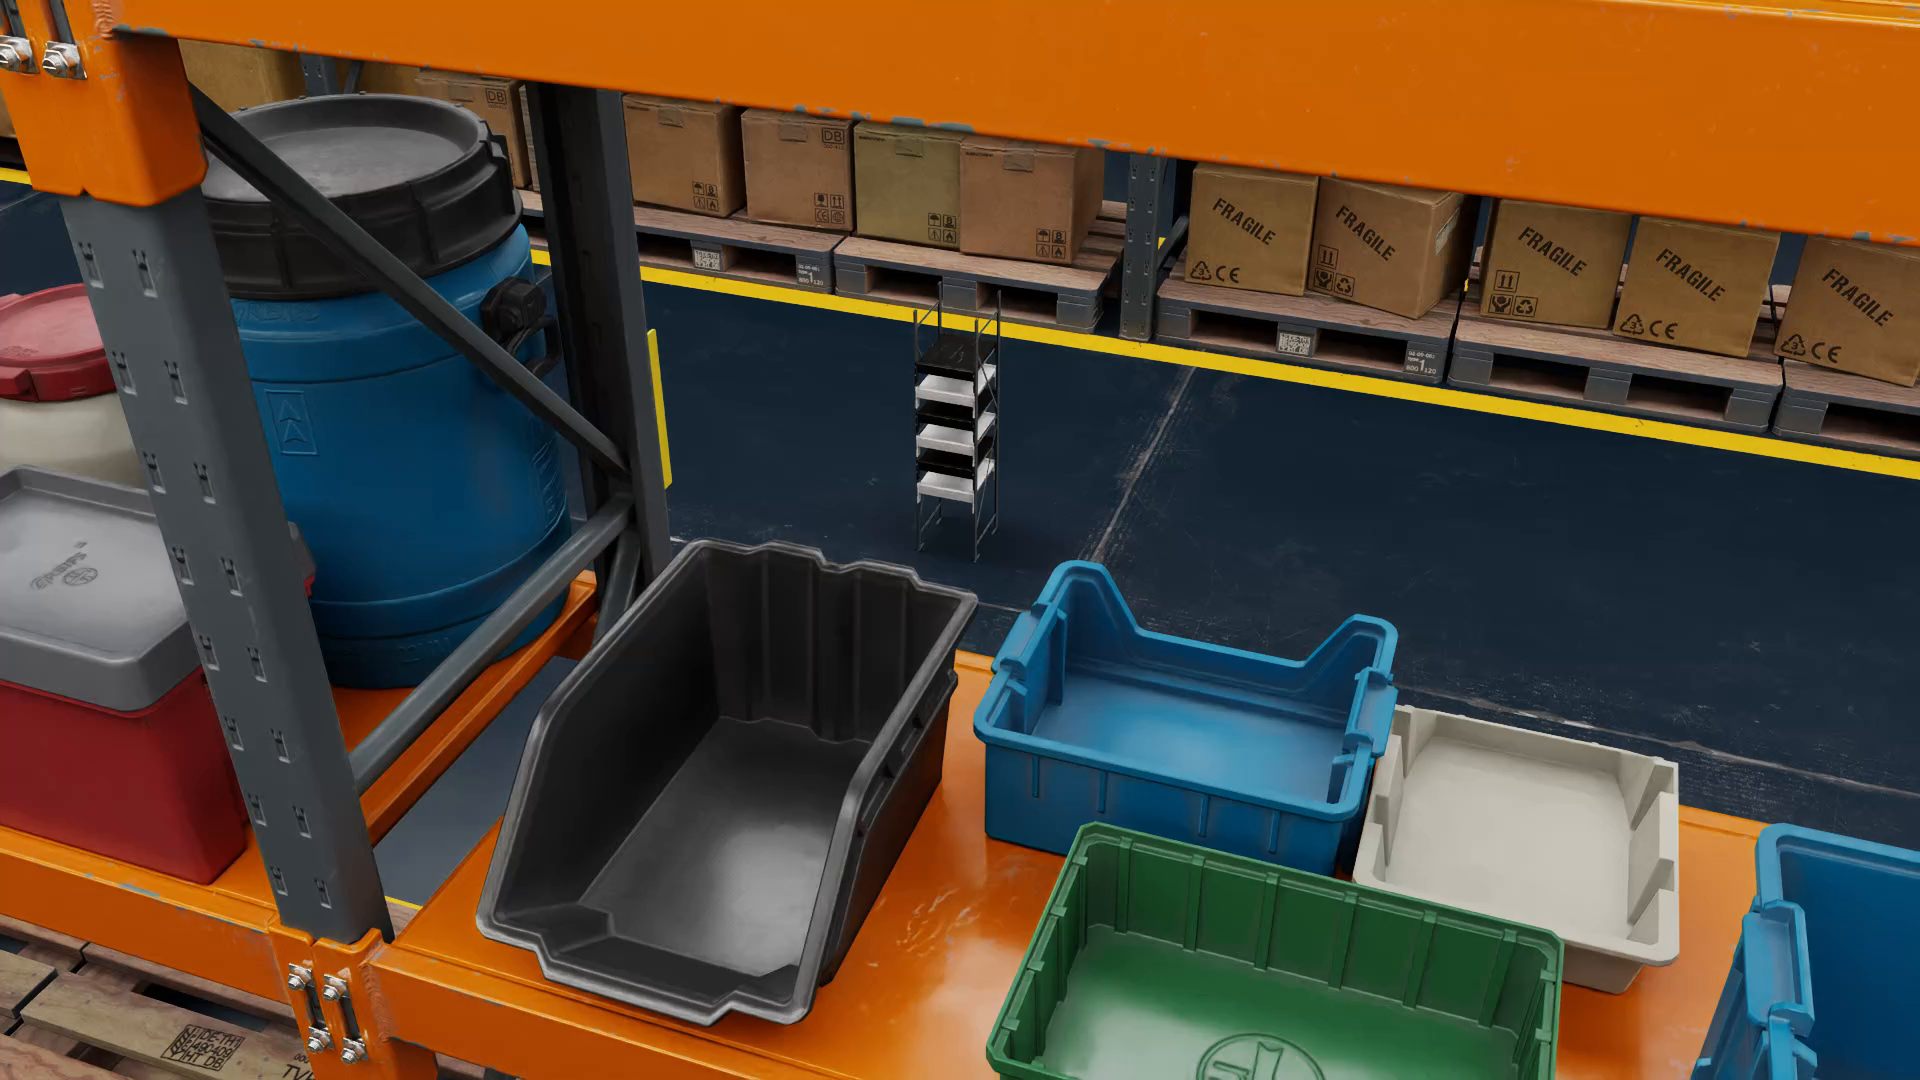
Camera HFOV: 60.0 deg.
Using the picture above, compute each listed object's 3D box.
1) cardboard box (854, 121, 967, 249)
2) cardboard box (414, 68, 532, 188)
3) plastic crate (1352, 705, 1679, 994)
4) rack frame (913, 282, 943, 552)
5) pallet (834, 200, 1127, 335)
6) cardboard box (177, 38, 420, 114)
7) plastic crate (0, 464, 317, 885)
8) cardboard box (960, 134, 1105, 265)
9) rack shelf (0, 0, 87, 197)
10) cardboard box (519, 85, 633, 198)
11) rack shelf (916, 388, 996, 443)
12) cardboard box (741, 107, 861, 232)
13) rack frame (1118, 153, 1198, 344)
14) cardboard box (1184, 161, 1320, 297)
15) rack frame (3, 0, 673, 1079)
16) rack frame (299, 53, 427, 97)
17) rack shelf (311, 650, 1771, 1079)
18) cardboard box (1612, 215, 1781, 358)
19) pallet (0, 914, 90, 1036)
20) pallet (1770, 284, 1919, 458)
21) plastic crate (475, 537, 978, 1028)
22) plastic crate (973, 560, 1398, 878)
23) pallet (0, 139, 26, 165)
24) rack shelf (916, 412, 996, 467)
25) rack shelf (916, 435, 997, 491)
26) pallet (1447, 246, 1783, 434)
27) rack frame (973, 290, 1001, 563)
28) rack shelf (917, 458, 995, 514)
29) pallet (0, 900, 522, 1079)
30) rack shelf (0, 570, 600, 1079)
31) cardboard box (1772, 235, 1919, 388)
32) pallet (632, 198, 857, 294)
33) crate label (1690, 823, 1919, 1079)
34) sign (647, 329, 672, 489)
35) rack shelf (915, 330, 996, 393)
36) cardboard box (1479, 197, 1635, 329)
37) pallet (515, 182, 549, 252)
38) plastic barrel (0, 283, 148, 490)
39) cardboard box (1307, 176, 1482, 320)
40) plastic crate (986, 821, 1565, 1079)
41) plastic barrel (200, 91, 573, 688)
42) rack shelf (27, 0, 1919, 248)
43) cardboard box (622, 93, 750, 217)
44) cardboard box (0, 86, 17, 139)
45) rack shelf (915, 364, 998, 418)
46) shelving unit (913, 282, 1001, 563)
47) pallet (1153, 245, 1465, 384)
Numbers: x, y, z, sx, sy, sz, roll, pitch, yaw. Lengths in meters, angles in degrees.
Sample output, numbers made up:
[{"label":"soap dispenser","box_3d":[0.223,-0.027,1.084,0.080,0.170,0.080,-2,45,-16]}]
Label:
[{"label":"cardboard box","box_3d":[-0.112,-1.712,7.535,0.500,0.500,0.700,11,34,16]},{"label":"cardboard box","box_3d":[-2.226,-2.111,8.153,0.500,0.500,0.700,9,34,14]},{"label":"plastic crate","box_3d":[0.845,0.451,2.529,0.437,0.136,0.530,11,34,16]},{"label":"rack frame","box_3d":[-0.103,-0.398,5.537,0.006,0.900,0.240,11,34,16]},{"label":"pallet","box_3d":[0.168,-1.327,7.611,1.213,0.211,1.003,11,34,16]},{"label":"cardboard box","box_3d":[-3.506,-2.510,8.443,0.875,0.875,1.225,9,34,14]},{"label":"plastic crate","box_3d":[-1.328,0.213,2.596,0.583,0.464,0.402,11,34,16]},{"label":"cardboard box","box_3d":[0.331,-1.615,7.385,0.500,0.500,0.700,8,34,13]},{"label":"rack shelf","box_3d":[-2.652,-1.152,2.666,4.000,0.370,1.077,11,34,16]},{"label":"cardboard box","box_3d":[-1.700,-2.016,8.006,0.500,0.500,0.700,8,34,12]},{"label":"rack shelf","box_3d":[-0.008,-0.427,5.477,0.200,0.077,0.258,11,34,16]},{"label":"cardboard box","box_3d":[-0.638,-1.814,7.693,0.500,0.500,0.700,8,34,12]},{"label":"rack frame","box_3d":[0.902,-2.357,6.635,0.127,3.000,1.000,11,34,16]},{"label":"cardboard box","box_3d":[1.265,-1.389,7.054,0.500,0.500,0.500,10,34,15]},{"label":"rack frame","box_3d":[-0.769,0.172,2.718,0.127,3.000,1.000,11,34,16]},{"label":"rack frame","box_3d":[-2.864,-3.089,7.769,0.127,3.000,1.000,11,34,16]},{"label":"rack shelf","box_3d":[1.114,0.840,2.346,4.000,0.370,1.077,11,34,16]},{"label":"cardboard box","box_3d":[2.928,-1.090,6.590,0.500,0.500,0.500,14,35,21]},{"label":"pallet","box_3d":[-2.674,0.997,4.010,1.213,0.211,1.003,11,34,16]},{"label":"pallet","box_3d":[3.843,-0.634,6.537,1.213,0.211,1.003,11,34,16]},{"label":"plastic crate","box_3d":[-0.319,0.359,2.486,0.504,0.338,0.767,11,34,16]},{"label":"plastic crate","box_3d":[0.364,0.299,2.659,0.616,0.251,0.499,11,34,16]},{"label":"pallet","box_3d":[-4.725,-2.324,9.155,1.213,0.211,1.003,11,34,16]},{"label":"rack shelf","box_3d":[-0.008,-0.352,5.526,0.200,0.077,0.258,11,34,16]},{"label":"rack shelf","box_3d":[-0.008,-0.276,5.575,0.200,0.077,0.258,11,34,16]},{"label":"pallet","box_3d":[2.698,-0.858,6.884,1.213,0.211,1.003,11,34,16]},{"label":"rack frame","box_3d":[0.088,-0.361,5.479,0.006,0.900,0.240,11,34,16]},{"label":"rack shelf","box_3d":[-0.008,-0.200,5.624,0.200,0.077,0.258,11,34,16]},{"label":"pallet","box_3d":[-1.522,1.220,3.666,1.213,0.211,1.003,11,34,16]},{"label":"rack shelf","box_3d":[-2.652,0.108,3.480,4.000,0.370,1.077,11,34,16]},{"label":"cardboard box","box_3d":[3.511,-0.966,6.398,0.500,0.500,0.500,21,38,29]},{"label":"pallet","box_3d":[-0.984,-1.549,7.955,1.213,0.211,1.003,11,34,16]},{"label":"crate label","box_3d":[1.172,0.691,1.882,0.616,0.435,0.502,11,34,16]},{"label":"sign","box_3d":[-0.573,-0.223,3.075,0.005,0.325,0.100,11,34,16]},{"label":"rack shelf","box_3d":[-0.008,-0.578,5.380,0.200,0.077,0.258,11,34,16]},{"label":"cardboard box","box_3d":[2.418,-1.215,6.784,0.500,0.500,0.500,8,34,12]},{"label":"pallet","box_3d":[-2.129,-1.774,8.302,1.213,0.211,1.003,11,34,16]},{"label":"plastic barrel","box_3d":[-1.596,-0.172,3.126,0.433,0.535,0.433,0,33,0]},{"label":"cardboard box","box_3d":[1.807,-1.289,6.898,0.500,0.500,0.500,23,39,31]},{"label":"plastic crate","box_3d":[0.413,0.654,2.167,0.662,0.188,0.450,11,34,16]},{"label":"plastic barrel","box_3d":[-1.031,-0.264,2.931,0.708,0.901,0.600,11,34,16]},{"label":"rack shelf","box_3d":[1.114,-0.420,1.532,4.000,0.370,1.077,11,34,16]},{"label":"cardboard box","box_3d":[-1.164,-1.916,7.851,0.500,0.500,0.700,14,35,20]},{"label":"cardboard box","box_3d":[-4.343,-2.677,8.702,0.875,0.875,1.225,11,34,17]},{"label":"rack shelf","box_3d":[-0.008,-0.503,5.429,0.200,0.077,0.258,11,34,16]},{"label":"shelving unit","box_3d":[-0.008,-0.380,5.508,0.210,0.900,0.258,11,34,16]},{"label":"pallet","box_3d":[1.546,-1.080,7.229,1.213,0.211,1.003,11,34,16]}]
